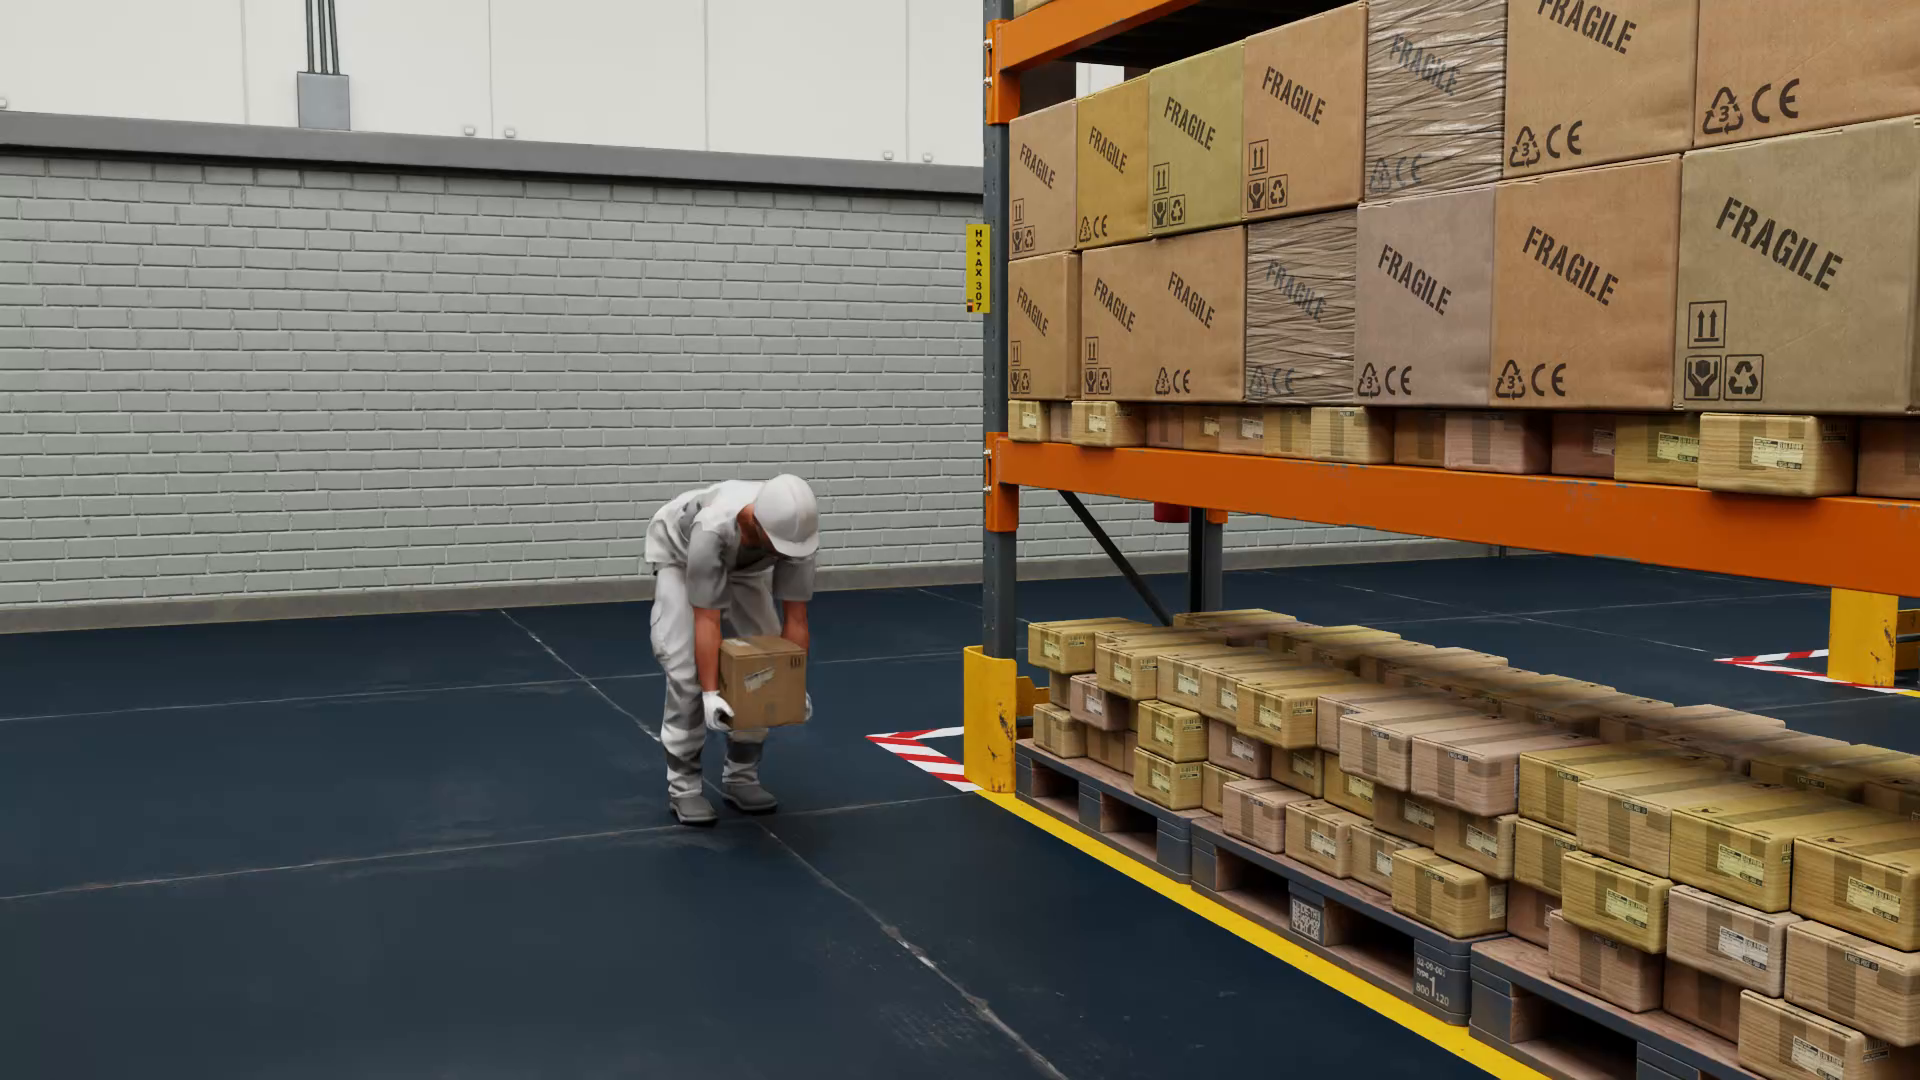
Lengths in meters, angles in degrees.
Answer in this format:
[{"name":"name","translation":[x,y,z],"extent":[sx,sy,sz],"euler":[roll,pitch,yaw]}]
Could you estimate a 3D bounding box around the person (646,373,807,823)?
[{"name":"person","translation":[-0.767,0.206,5.679],"extent":[0.478,1.540,0.819],"euler":[-3,6,-32]}]
